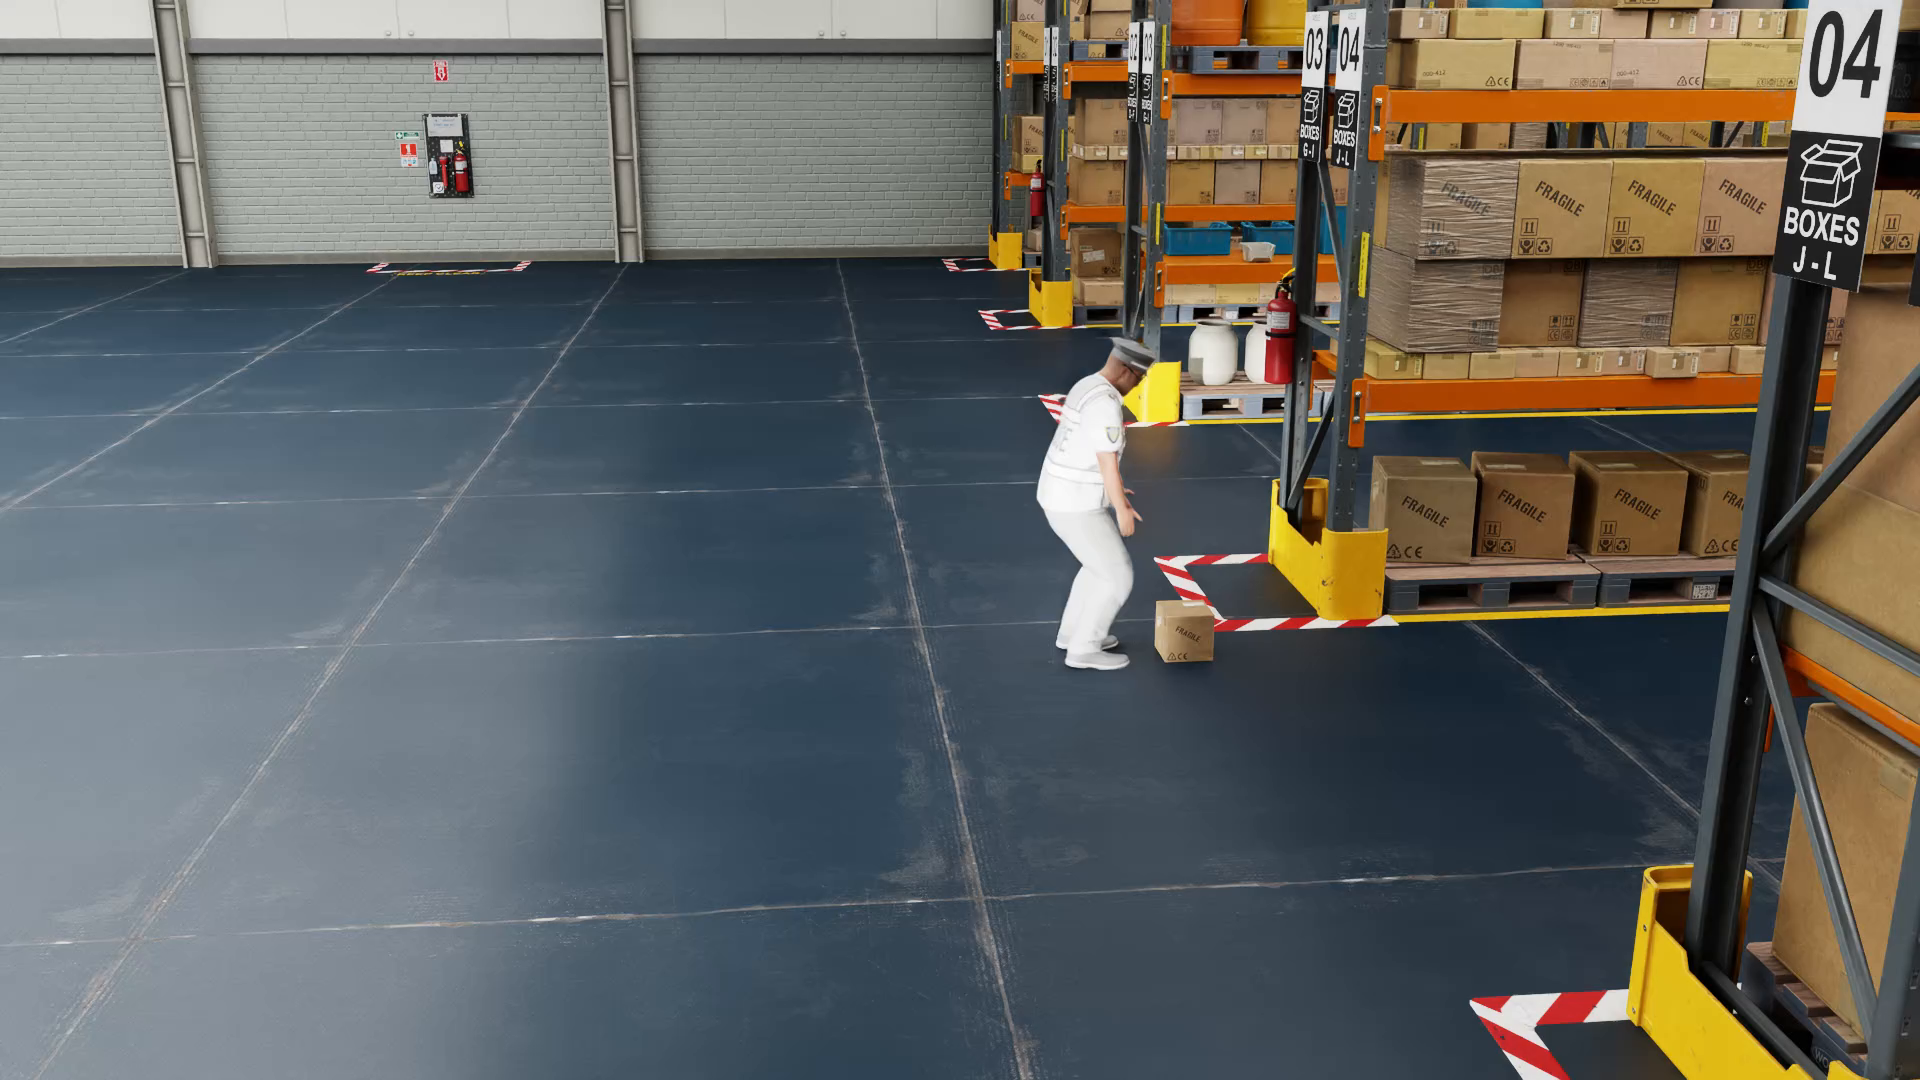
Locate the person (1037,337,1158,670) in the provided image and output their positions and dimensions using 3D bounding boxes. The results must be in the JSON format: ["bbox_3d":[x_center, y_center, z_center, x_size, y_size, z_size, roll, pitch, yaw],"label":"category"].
[{"bbox_3d":[0.683,-0.191,8.376,0.585,1.646,0.571,-1,17,-4],"label":"person"}]
